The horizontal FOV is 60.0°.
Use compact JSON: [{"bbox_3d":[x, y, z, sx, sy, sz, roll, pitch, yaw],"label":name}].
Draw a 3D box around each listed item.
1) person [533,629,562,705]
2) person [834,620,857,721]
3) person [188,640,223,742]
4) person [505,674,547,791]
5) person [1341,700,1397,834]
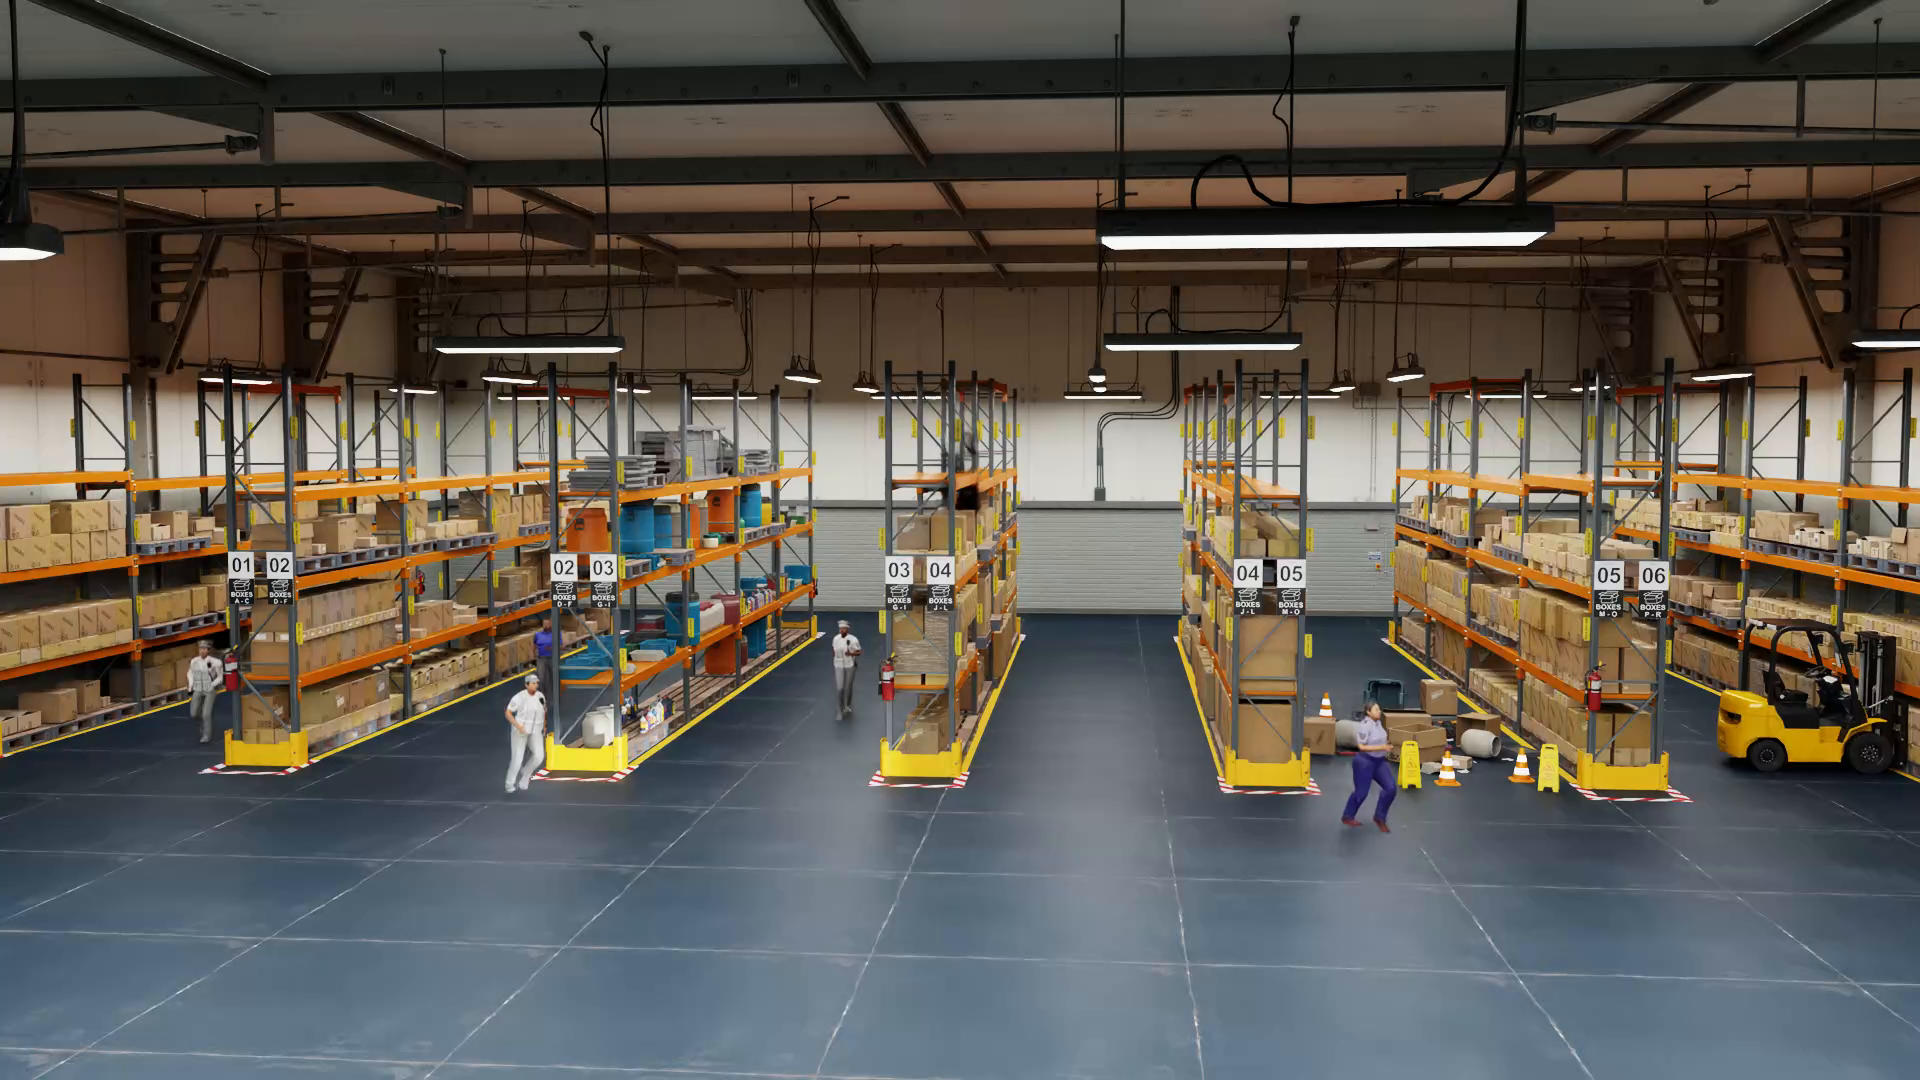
[{"bbox_3d":[-7.350,2.310,29.640,0.531,1.445,0.935,0,4,-6],"label":"person"},{"bbox_3d":[-1.990,2.261,29.031,0.411,1.763,0.756,0,4,3],"label":"person"},{"bbox_3d":[-12.123,2.419,26.697,0.599,1.652,0.539,0,4,-5],"label":"person"},{"bbox_3d":[-5.973,2.674,23.123,0.666,1.606,0.550,-3,5,-38],"label":"person"},{"bbox_3d":[5.119,2.833,20.700,0.554,1.687,0.759,-3,5,-39],"label":"person"}]
